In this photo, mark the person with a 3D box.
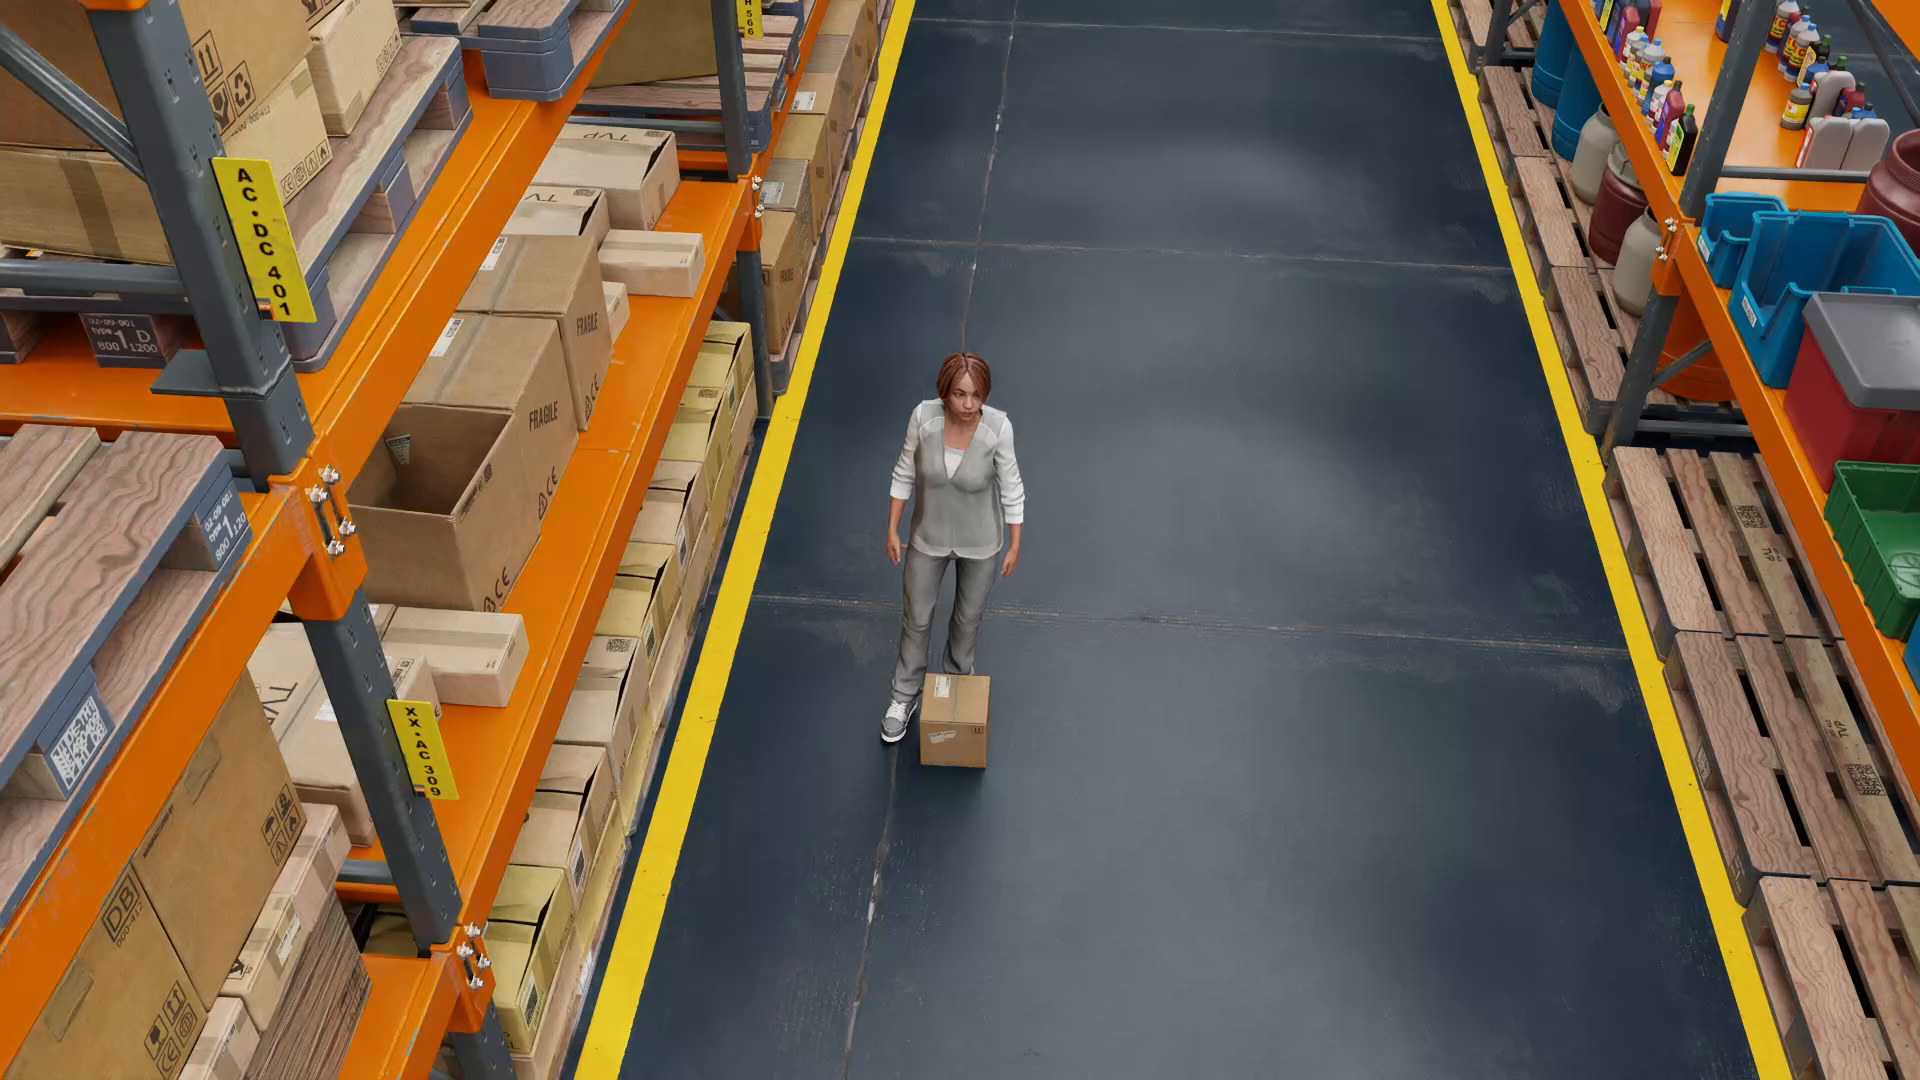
[{"bbox_3d":[-0.034,0.054,6.087,0.521,1.600,0.472,4,41,4],"label":"person"}]
